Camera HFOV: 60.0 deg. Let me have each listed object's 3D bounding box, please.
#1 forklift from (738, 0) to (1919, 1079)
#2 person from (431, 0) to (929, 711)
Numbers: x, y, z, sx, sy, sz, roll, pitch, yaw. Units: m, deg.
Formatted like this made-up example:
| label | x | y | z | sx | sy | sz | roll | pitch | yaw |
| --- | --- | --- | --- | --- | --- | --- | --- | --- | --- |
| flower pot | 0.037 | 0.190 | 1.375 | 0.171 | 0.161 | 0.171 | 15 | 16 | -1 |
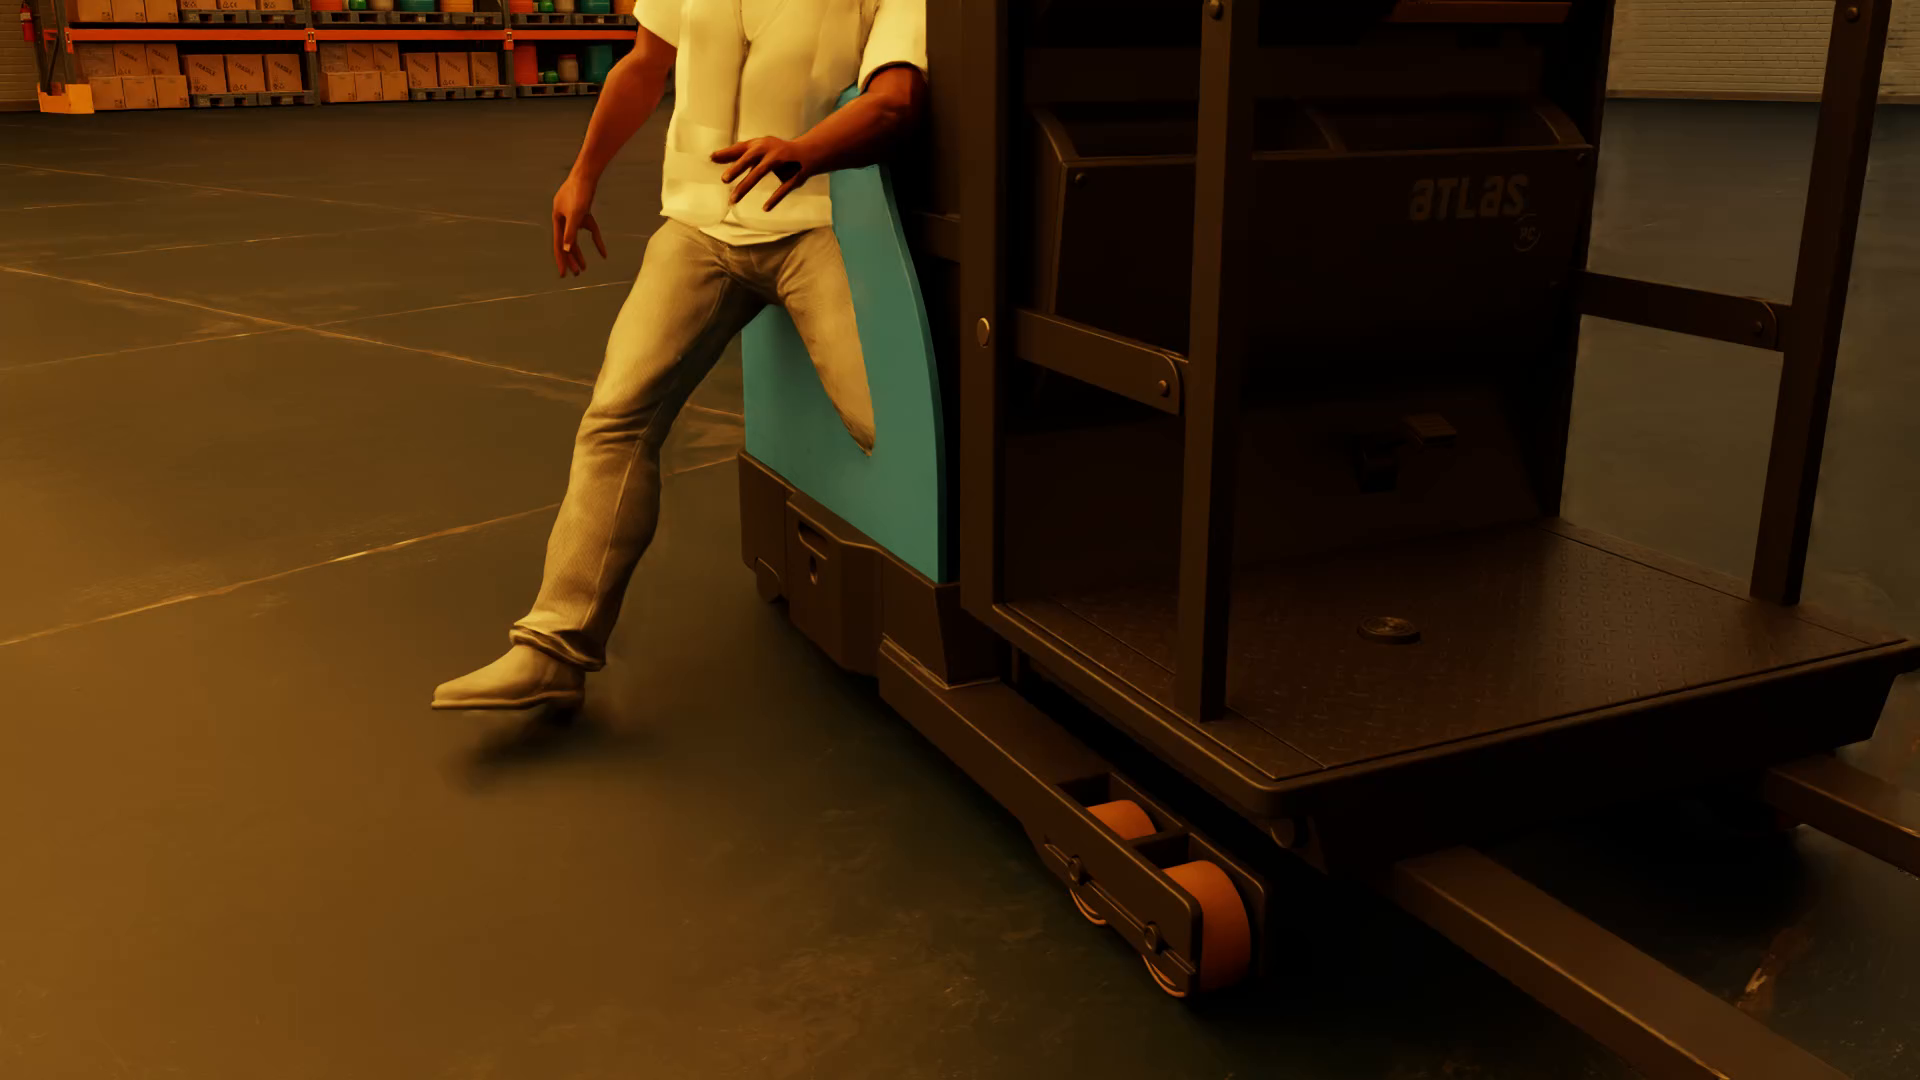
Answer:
| label | x | y | z | sx | sy | sz | roll | pitch | yaw |
| --- | --- | --- | --- | --- | --- | --- | --- | --- | --- |
| forklift | 0.621 | -0.978 | 2.120 | 1.130 | 2.935 | 3.031 | -8 | 19 | -24 |
| person | -0.367 | -0.512 | 2.800 | 0.943 | 1.614 | 0.963 | 7 | 18 | 21 |
